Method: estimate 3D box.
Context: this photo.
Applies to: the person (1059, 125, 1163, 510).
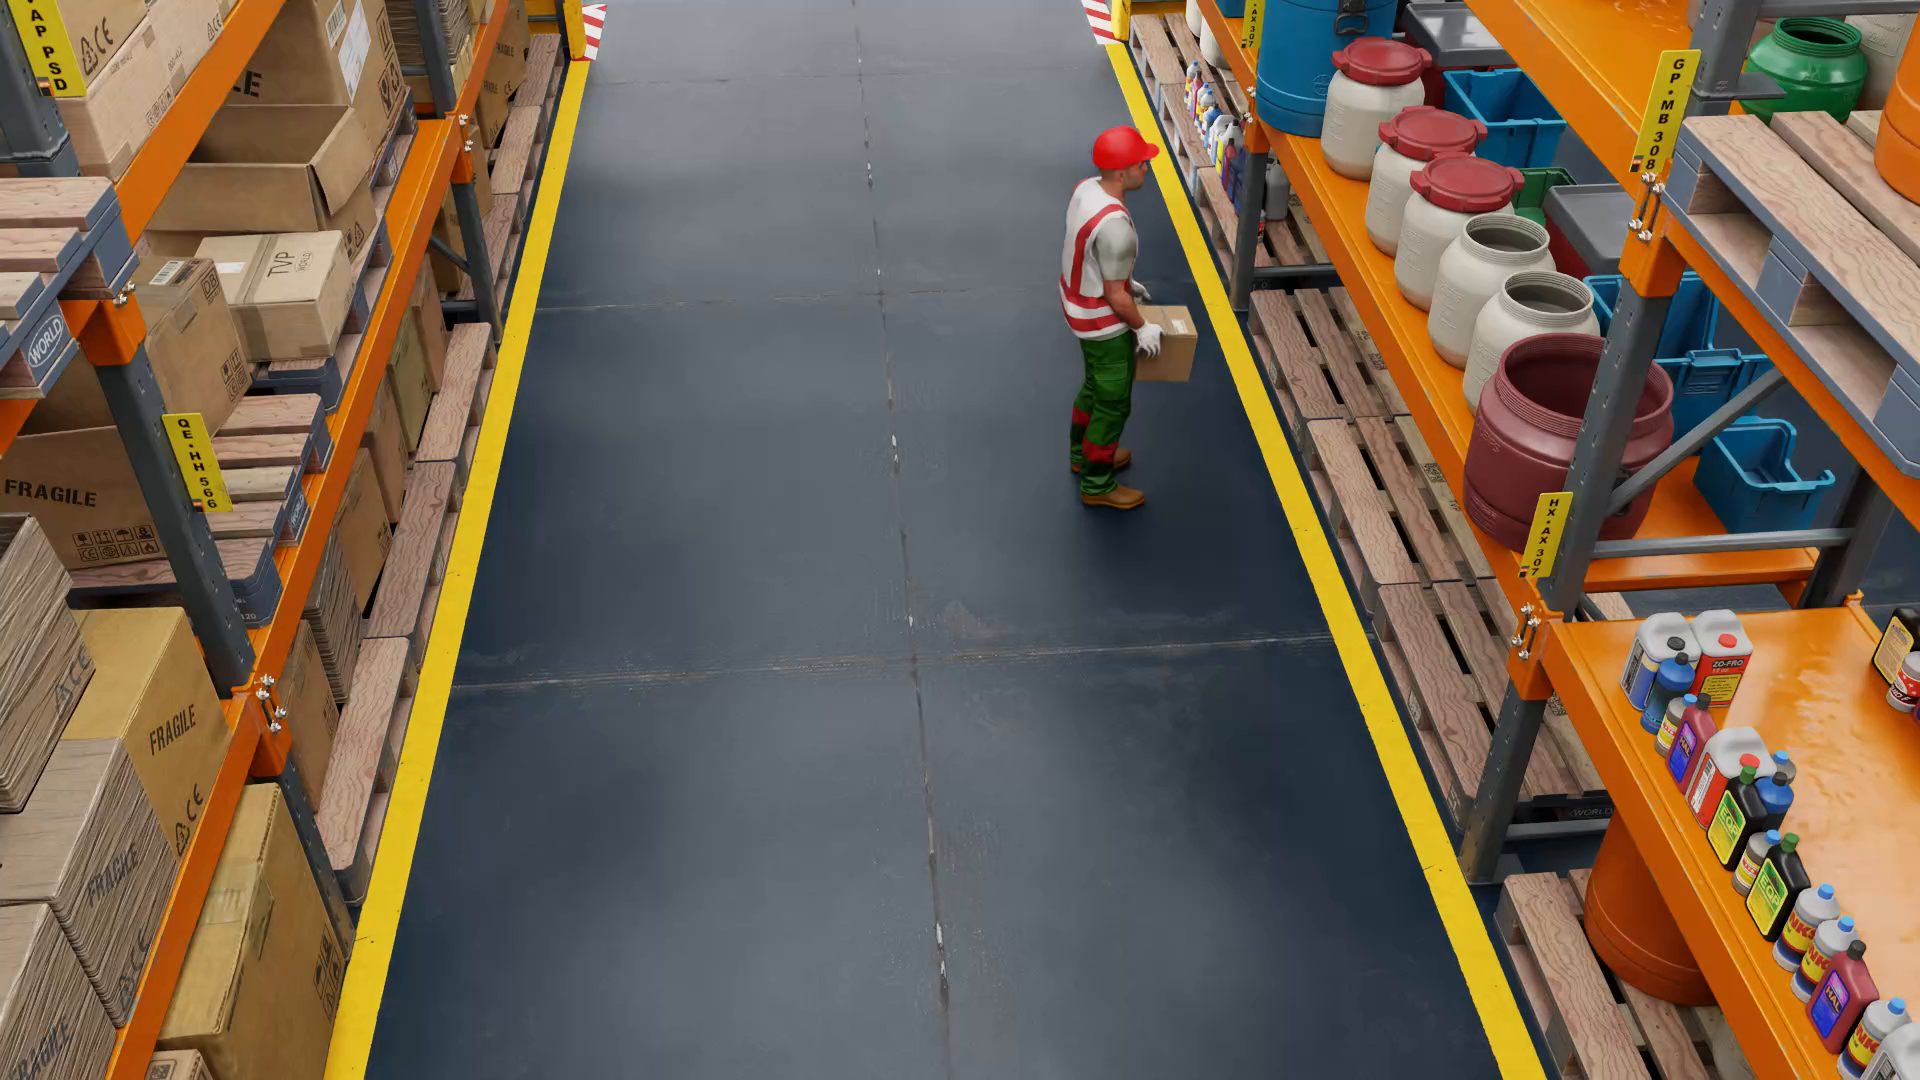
[{"bbox_3d":[0.658,-0.984,7.362,0.425,1.787,0.541,-4,39,-5],"label":"person"}]
